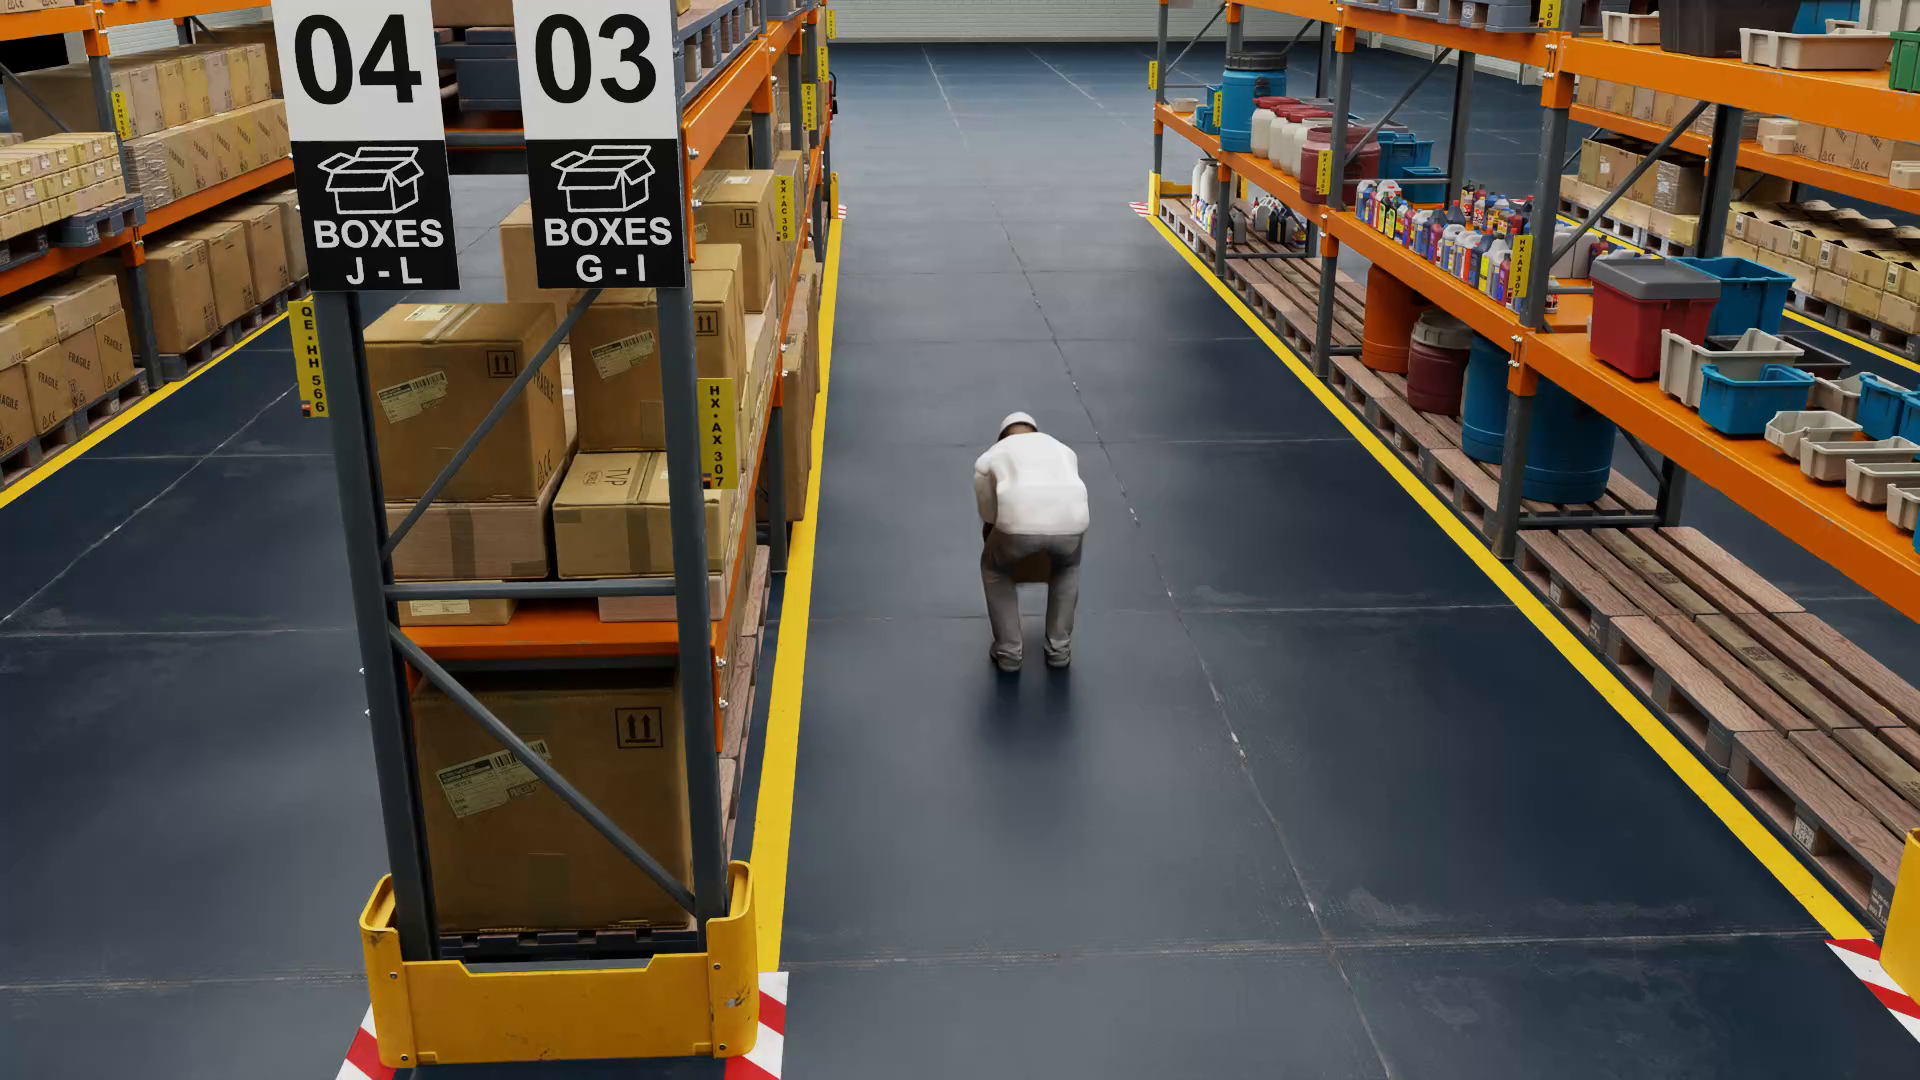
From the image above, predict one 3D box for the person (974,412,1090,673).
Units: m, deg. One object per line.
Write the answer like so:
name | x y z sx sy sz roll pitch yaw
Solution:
person | 0.329 0.012 7.991 0.508 1.085 0.966 -2 20 -6
